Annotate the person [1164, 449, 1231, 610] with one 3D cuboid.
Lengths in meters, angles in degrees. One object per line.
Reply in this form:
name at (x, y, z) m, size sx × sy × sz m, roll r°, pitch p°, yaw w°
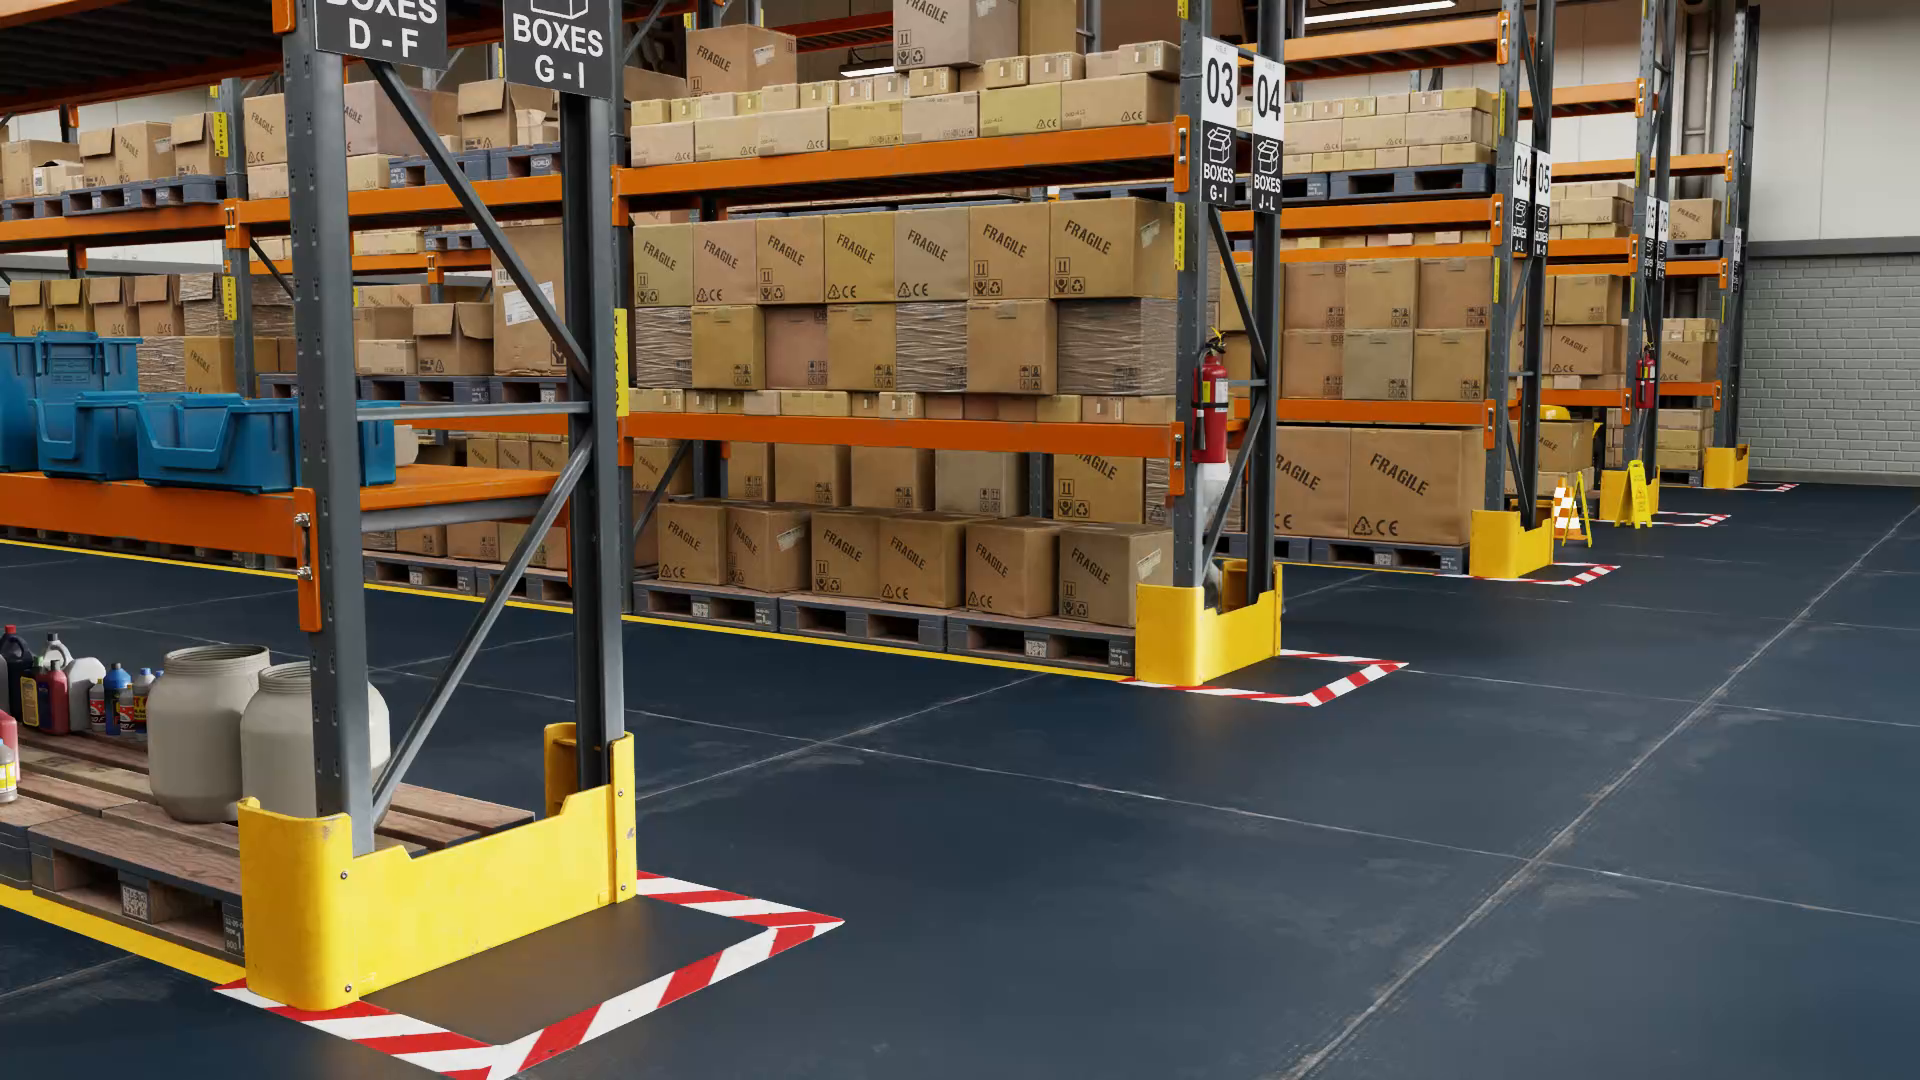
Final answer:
person at (1.456, -0.342, 10.412) m, size 0.742 × 1.643 × 0.501 m, roll 4°, pitch 7°, yaw 30°
